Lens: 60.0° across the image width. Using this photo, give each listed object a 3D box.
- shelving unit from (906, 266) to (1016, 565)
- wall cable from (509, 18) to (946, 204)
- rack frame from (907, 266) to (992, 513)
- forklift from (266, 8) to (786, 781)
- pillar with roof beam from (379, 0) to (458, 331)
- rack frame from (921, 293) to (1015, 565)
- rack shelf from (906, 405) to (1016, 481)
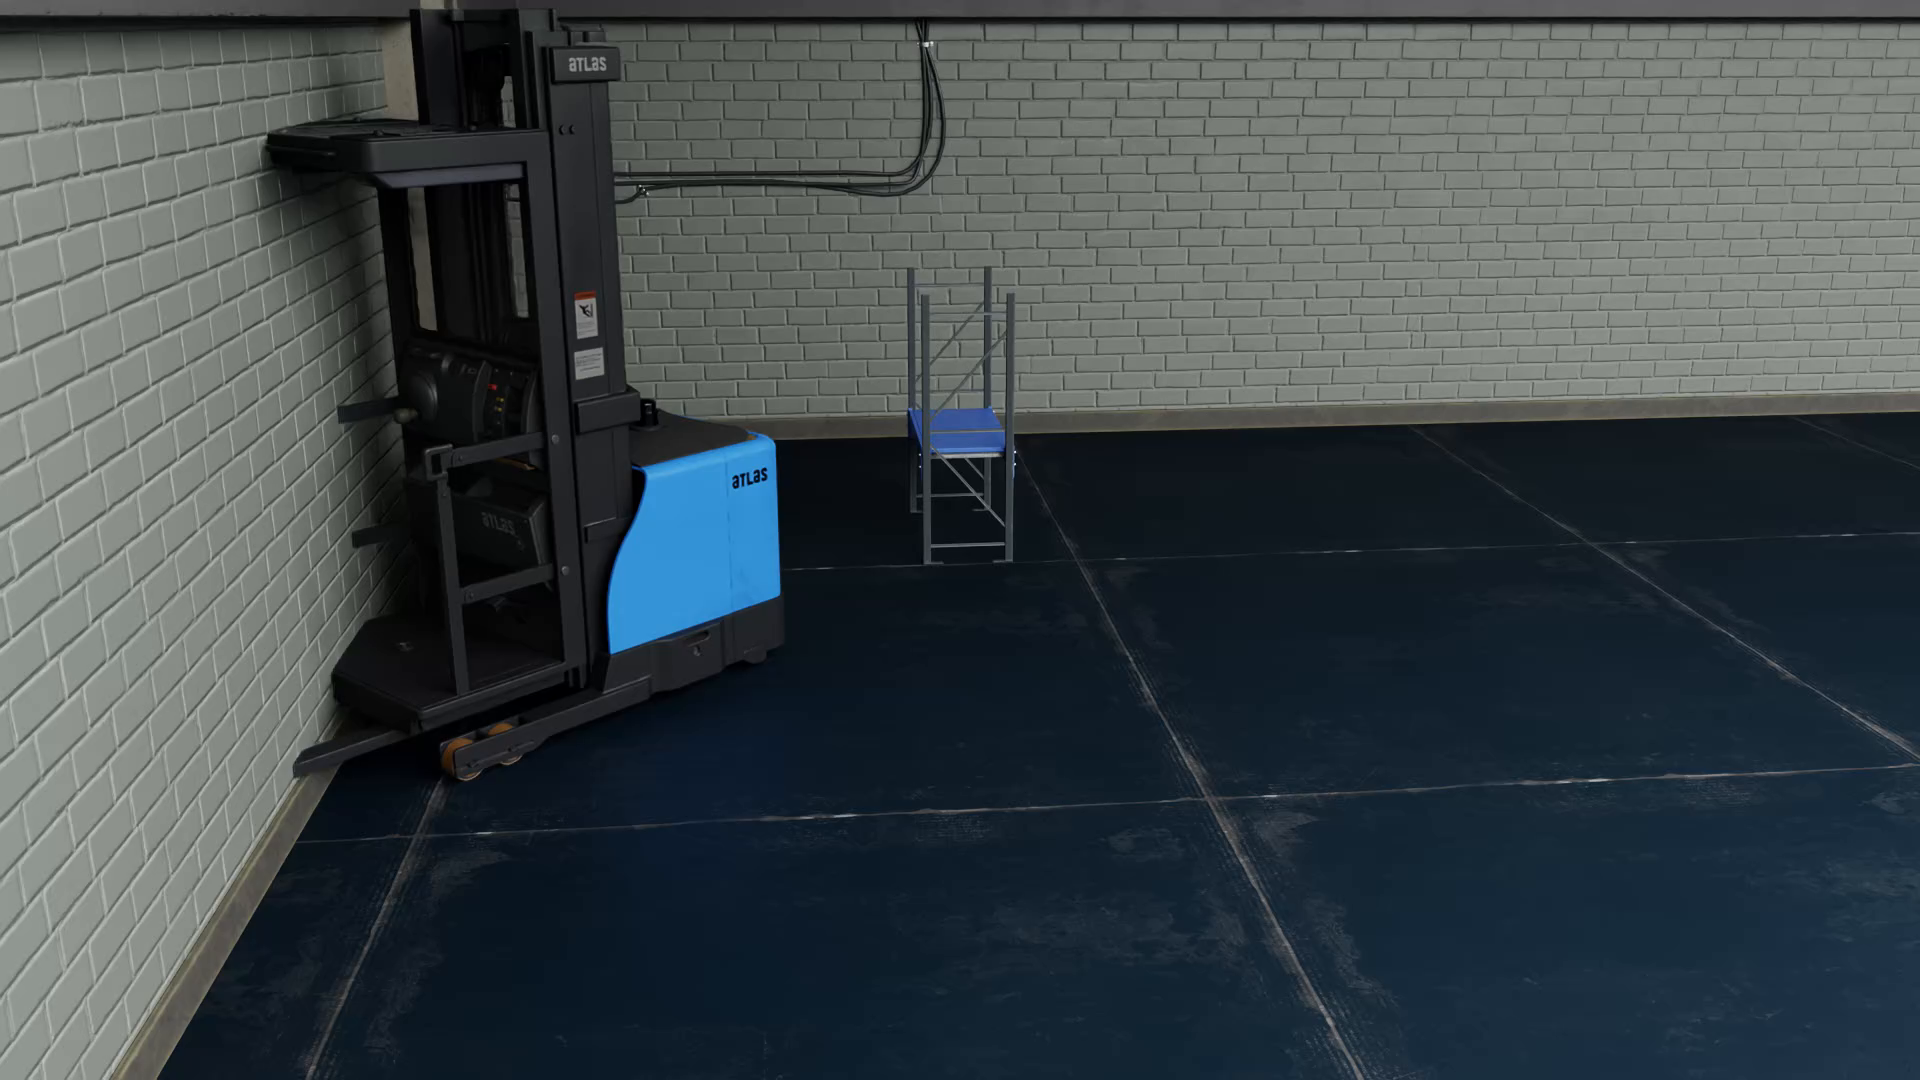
[{"bbox_3d":[-0.009,-0.741,9.533,0.538,1.500,1.048,-2,18,-6],"label":"shelving unit"},{"bbox_3d":[-1.631,-3.514,11.031,3.097,2.526,0.112,-2,18,-6],"label":"wall cable"},{"bbox_3d":[-0.061,-0.892,10.016,0.500,1.500,0.032,-2,18,-6],"label":"rack frame"},{"bbox_3d":[-2.171,-0.609,6.724,1.130,2.935,3.031,14,22,38],"label":"forklift"},{"bbox_3d":[1.639,-4.210,8.064,9.100,9.000,0.400,-2,18,-6],"label":"pillar with roof beam"},{"bbox_3d":[0.044,-0.590,9.051,0.500,1.500,0.032,-2,18,-6],"label":"rack frame"},{"bbox_3d":[-0.009,-0.569,9.587,0.538,0.185,1.000,-2,18,-6],"label":"rack shelf"}]
